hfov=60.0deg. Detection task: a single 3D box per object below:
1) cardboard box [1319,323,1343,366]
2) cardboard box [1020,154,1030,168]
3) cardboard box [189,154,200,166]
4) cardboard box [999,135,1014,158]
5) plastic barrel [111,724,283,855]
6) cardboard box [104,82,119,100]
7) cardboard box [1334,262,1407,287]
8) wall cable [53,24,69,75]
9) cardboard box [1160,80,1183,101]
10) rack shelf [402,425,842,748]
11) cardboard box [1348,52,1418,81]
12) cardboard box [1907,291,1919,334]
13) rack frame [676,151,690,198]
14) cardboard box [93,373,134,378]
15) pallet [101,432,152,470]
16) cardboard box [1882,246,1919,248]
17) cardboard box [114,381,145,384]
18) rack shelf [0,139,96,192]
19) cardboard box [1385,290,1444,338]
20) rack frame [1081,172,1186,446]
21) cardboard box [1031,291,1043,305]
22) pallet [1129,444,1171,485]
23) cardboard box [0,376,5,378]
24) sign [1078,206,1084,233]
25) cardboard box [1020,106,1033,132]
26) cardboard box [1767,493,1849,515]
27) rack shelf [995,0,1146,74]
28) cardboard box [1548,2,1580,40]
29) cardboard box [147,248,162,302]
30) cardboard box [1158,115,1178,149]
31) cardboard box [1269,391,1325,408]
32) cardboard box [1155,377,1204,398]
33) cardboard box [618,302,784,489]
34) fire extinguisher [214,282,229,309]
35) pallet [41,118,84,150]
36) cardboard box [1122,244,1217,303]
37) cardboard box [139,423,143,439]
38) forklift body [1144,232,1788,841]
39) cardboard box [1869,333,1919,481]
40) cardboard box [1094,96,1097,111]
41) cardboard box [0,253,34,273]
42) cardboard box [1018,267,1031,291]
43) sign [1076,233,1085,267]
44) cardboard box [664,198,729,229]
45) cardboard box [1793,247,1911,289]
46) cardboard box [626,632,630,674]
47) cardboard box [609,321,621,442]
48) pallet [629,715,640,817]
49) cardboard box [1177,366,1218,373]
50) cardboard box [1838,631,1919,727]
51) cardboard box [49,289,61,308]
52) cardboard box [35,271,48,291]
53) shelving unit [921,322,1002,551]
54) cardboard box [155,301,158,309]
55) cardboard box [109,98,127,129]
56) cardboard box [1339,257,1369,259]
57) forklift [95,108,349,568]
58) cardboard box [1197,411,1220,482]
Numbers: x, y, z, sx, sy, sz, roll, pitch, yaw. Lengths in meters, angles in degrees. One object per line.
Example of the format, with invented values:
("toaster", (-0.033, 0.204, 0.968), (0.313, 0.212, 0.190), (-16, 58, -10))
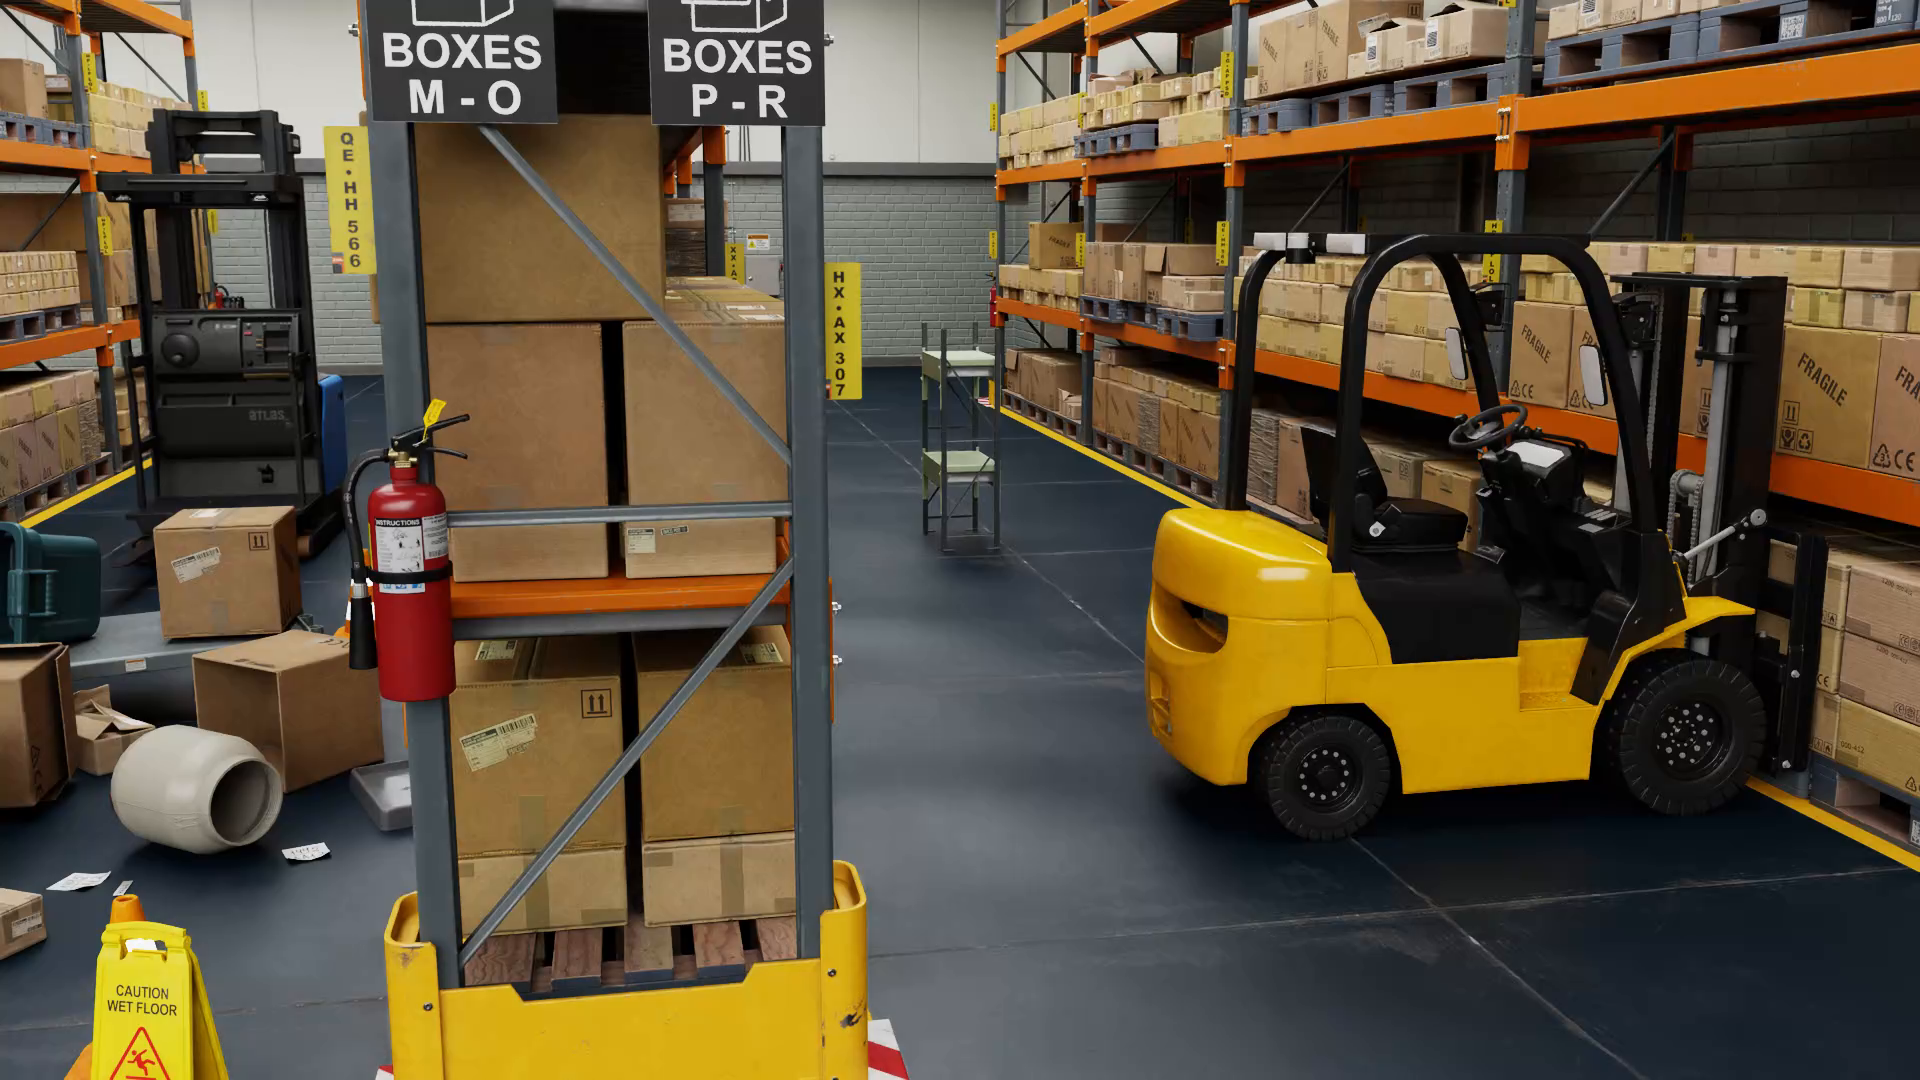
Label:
("cardboard box", (2.639, -1.257, 10.681), (0.500, 0.250, 0.500), (-2, 11, -9))
("cardboard box", (0.887, -4.262, 18.713), (0.380, 0.149, 0.250), (-2, 11, -11))
("cardboard box", (-8.419, -4.117, 17.682), (0.500, 0.250, 0.500), (-2, 11, -12))
("cardboard box", (0.756, -4.625, 19.557), (0.500, 0.250, 0.500), (-2, 11, -12))
("plastic barrel", (-2.706, 0.887, 5.903), (0.512, 0.421, 0.421), (6, 12, 28))
("cardboard box", (-7.938, -4.105, 15.216), (0.380, 0.149, 0.250), (-2, 11, -13))
("cardboard box", (2.582, -1.671, 10.451), (0.380, 0.149, 0.250), (-2, 11, -13))
("wall cable", (-11.370, -8.319, 22.731), (2.277, 5.999, 0.120), (-2, 11, -11))
("cardboard box", (1.884, -3.735, 13.815), (0.380, 0.149, 0.250), (-2, 11, -11))
("rack shelf", (-1.208, -0.068, 5.956), (1.077, 0.370, 4.000), (-2, 11, -11))
("cardboard box", (2.610, -2.907, 10.207), (0.380, 0.149, 0.250), (-2, 11, -12))
("cardboard box", (3.601, -0.798, 5.867), (0.380, 0.149, 0.250), (-2, 11, -11))
("rack frame", (-2.375, -1.522, 11.670), (1.000, 3.000, 0.127), (-2, 11, -11))
("cardboard box", (-8.774, -1.641, 17.205), (0.380, 0.149, 0.250), (-3, 11, -14))
("pallet", (-8.154, -0.809, 15.382), (1.003, 0.211, 1.213), (-2, 11, -11))
("cardboard box", (3.921, -1.104, 6.676), (0.380, 0.149, 0.250), (-2, 11, -11))
("cardboard box", (-8.122, -1.467, 16.290), (0.380, 0.149, 0.250), (-3, 11, -13))
("rack shelf", (-7.600, -2.810, 12.341), (1.077, 0.370, 4.000), (-2, 11, -11))
("cardboard box", (2.818, -1.316, 9.654), (0.500, 0.250, 0.500), (-2, 11, -12))
("rack frame", (1.715, -2.437, 16.476), (1.000, 3.000, 0.127), (-2, 11, -11))
("cardboard box", (1.005, -2.691, 18.484), (0.380, 0.149, 0.250), (-2, 11, -10))
("pallet", (2.151, -0.695, 14.783), (1.003, 0.211, 1.213), (-2, 11, -11))
("cardboard box", (-7.998, -1.161, 13.330), (0.500, 0.250, 0.500), (-2, 11, -9))
("sign", (1.486, -3.911, 20.280), (0.100, 0.325, 0.005), (-2, 11, -11))
("cardboard box", (0.969, -4.686, 18.539), (0.500, 0.250, 0.500), (-2, 11, -12))
("cardboard box", (3.755, -0.047, 7.479), (0.500, 0.250, 0.500), (-2, 11, -11))
("rack shelf", (1.326, -5.396, 17.910), (1.077, 0.370, 4.000), (-2, 11, -11))
("cardboard box", (3.061, -2.482, 7.972), (0.380, 0.149, 0.250), (-2, 11, -10))
("cardboard box", (-8.004, -2.536, 15.937), (0.500, 0.500, 0.500), (-2, 11, -12))
("cardboard box", (1.959, -3.372, 13.770), (0.500, 0.250, 0.500), (-2, 11, -11))
("cardboard box", (2.698, -1.107, 13.318), (0.380, 0.149, 0.250), (-2, 11, -8))
("cardboard box", (1.918, -1.326, 14.466), (0.380, 0.149, 0.250), (-3, 11, -14))
("cardboard box", (-0.743, -0.442, 4.932), (0.500, 0.500, 0.500), (-2, 11, -9))
("fire extinguisher", (-8.363, -2.632, 18.709), (0.296, 0.674, 0.183), (-2, 11, -11))
("pallet", (-7.973, -3.321, 13.603), (1.213, 0.211, 1.003), (-2, 11, -11))
("cardboard box", (1.843, -2.356, 14.664), (0.700, 0.500, 0.500), (-2, 11, -11))
("cardboard box", (-7.796, -0.990, 15.377), (0.380, 0.149, 0.250), (-2, 11, -9))
("forklift body", (1.891, -0.100, 6.471), (2.313, 2.155, 1.214), (-2, 11, -11))
("cardboard box", (3.604, -0.461, 5.830), (0.500, 0.500, 0.500), (-2, 11, -9))
("cardboard box", (1.465, -4.071, 15.528), (0.380, 0.149, 0.250), (-2, 11, -10))
("cardboard box", (-7.522, -2.176, 13.062), (0.380, 0.149, 0.250), (-2, 11, -13))
("cardboard box", (0.961, -2.964, 18.855), (0.500, 0.250, 0.500), (-2, 11, -12))
("sign", (1.185, -2.841, 16.284), (0.100, 0.325, 0.005), (-2, 11, -11))
("cardboard box", (-1.341, -1.608, 8.199), (0.380, 0.149, 0.250), (-2, 11, -11))
("cardboard box", (3.426, -1.038, 6.331), (0.380, 0.149, 0.250), (-2, 11, -10))
("cardboard box", (-1.532, 0.299, 6.330), (0.500, 0.500, 0.500), (-2, 11, -8))
("cardboard box", (-1.462, -0.617, 5.853), (0.500, 0.500, 0.500), (-2, 11, -10))
("pallet", (-1.191, 0.928, 6.258), (1.003, 0.211, 1.213), (-2, 11, -11))
("cardboard box", (2.258, -1.538, 15.584), (0.380, 0.149, 0.250), (-3, 11, -14))
("cardboard box", (3.561, 0.493, 5.979), (0.500, 0.250, 0.500), (-2, 11, -12))
("cardboard box", (-7.620, -1.981, 13.630), (0.380, 0.149, 0.250), (-2, 11, -11))
("cardboard box", (-7.562, -2.076, 13.336), (0.380, 0.149, 0.250), (-2, 11, -13))
("shelving unit", (0.001, -0.736, 11.550), (0.431, 1.500, 0.755), (-2, 11, -11))
("cardboard box", (-8.124, -2.285, 16.349), (0.380, 0.149, 0.250), (-2, 11, -9))
("cardboard box", (-7.939, -3.891, 15.159), (0.500, 0.250, 0.500), (-2, 11, -11))
("cardboard box", (2.906, -1.925, 11.785), (0.380, 0.149, 0.250), (-2, 11, -11))
("forklift", (-4.892, -1.356, 10.981), (1.130, 2.935, 3.031), (-2, 11, -10))
("cardboard box", (2.200, -0.751, 13.183), (0.500, 0.500, 0.500), (-2, 11, -9))
